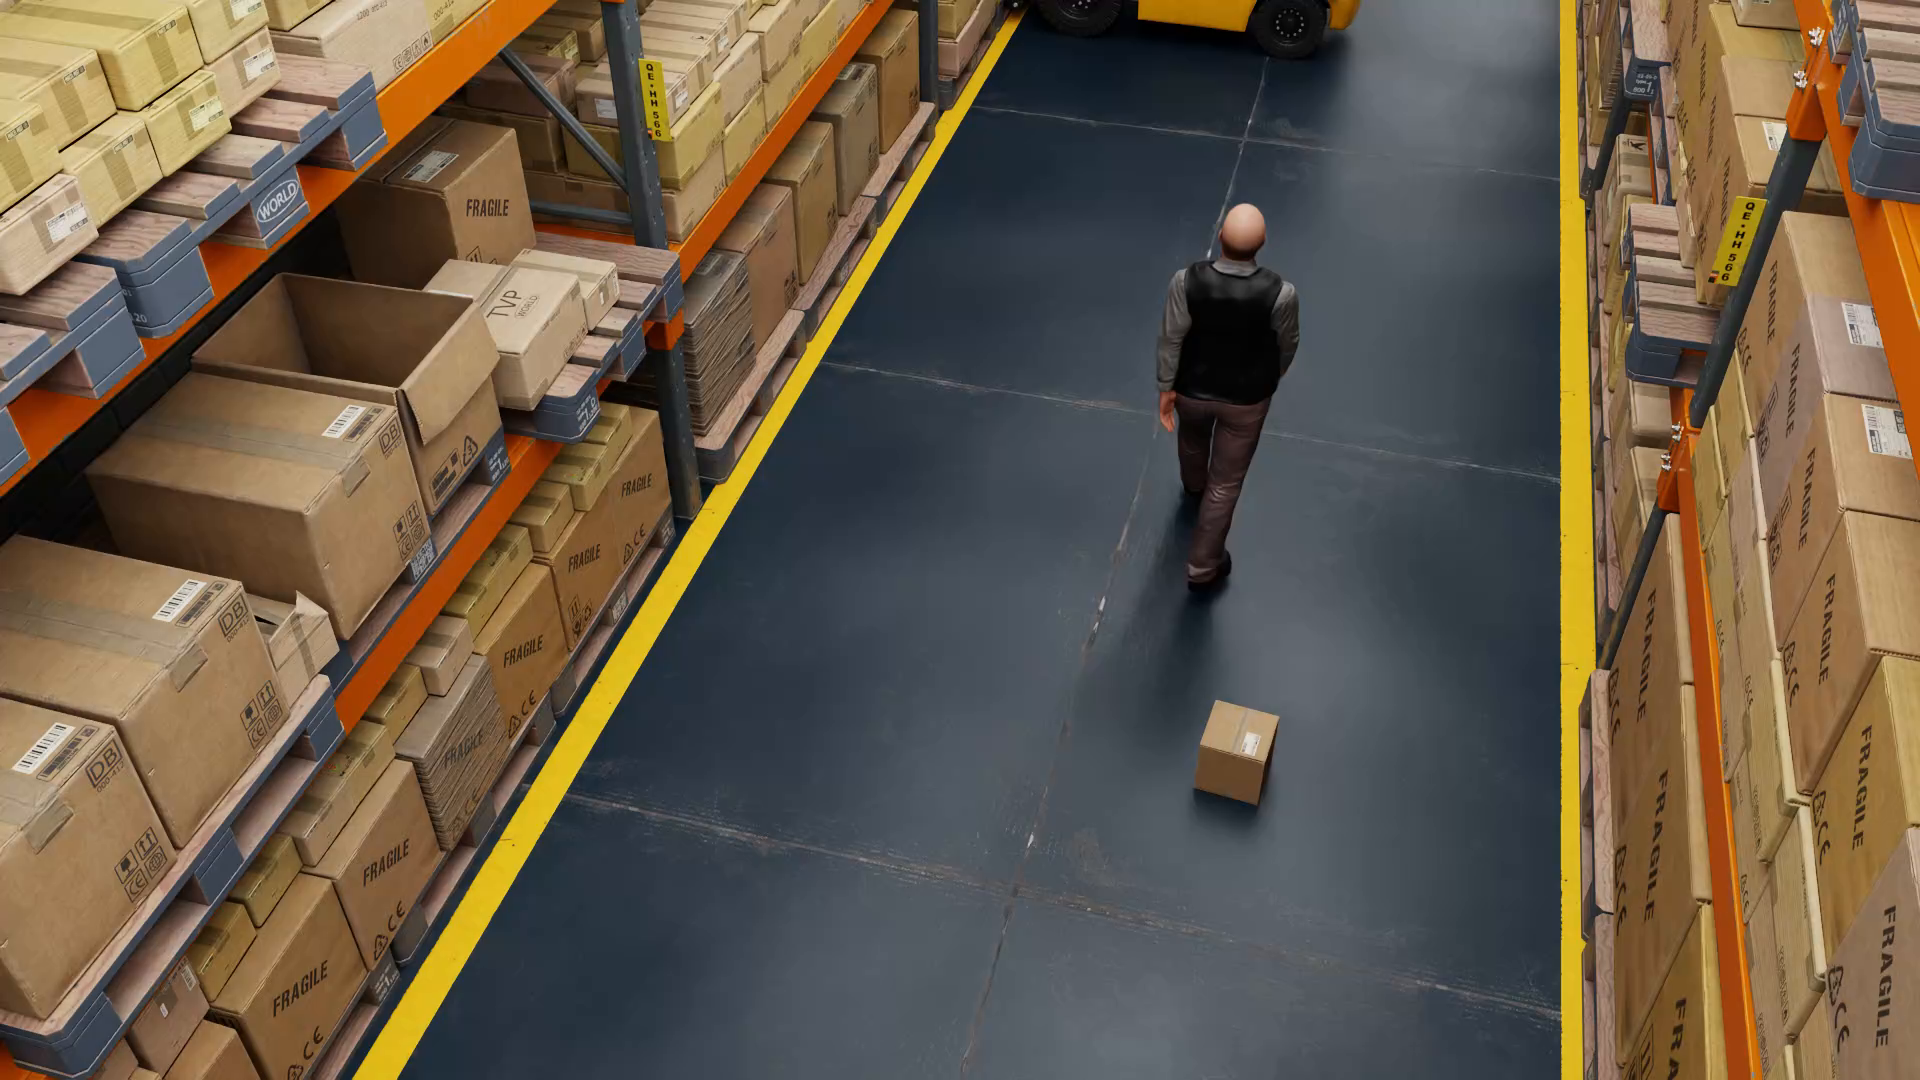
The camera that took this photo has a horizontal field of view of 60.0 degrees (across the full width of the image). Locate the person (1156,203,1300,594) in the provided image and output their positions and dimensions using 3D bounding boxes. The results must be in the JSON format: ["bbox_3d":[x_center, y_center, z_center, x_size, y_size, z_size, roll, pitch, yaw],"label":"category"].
[{"bbox_3d":[1.121,-0.680,6.944,0.537,1.687,0.956,15,43,17],"label":"person"}]
